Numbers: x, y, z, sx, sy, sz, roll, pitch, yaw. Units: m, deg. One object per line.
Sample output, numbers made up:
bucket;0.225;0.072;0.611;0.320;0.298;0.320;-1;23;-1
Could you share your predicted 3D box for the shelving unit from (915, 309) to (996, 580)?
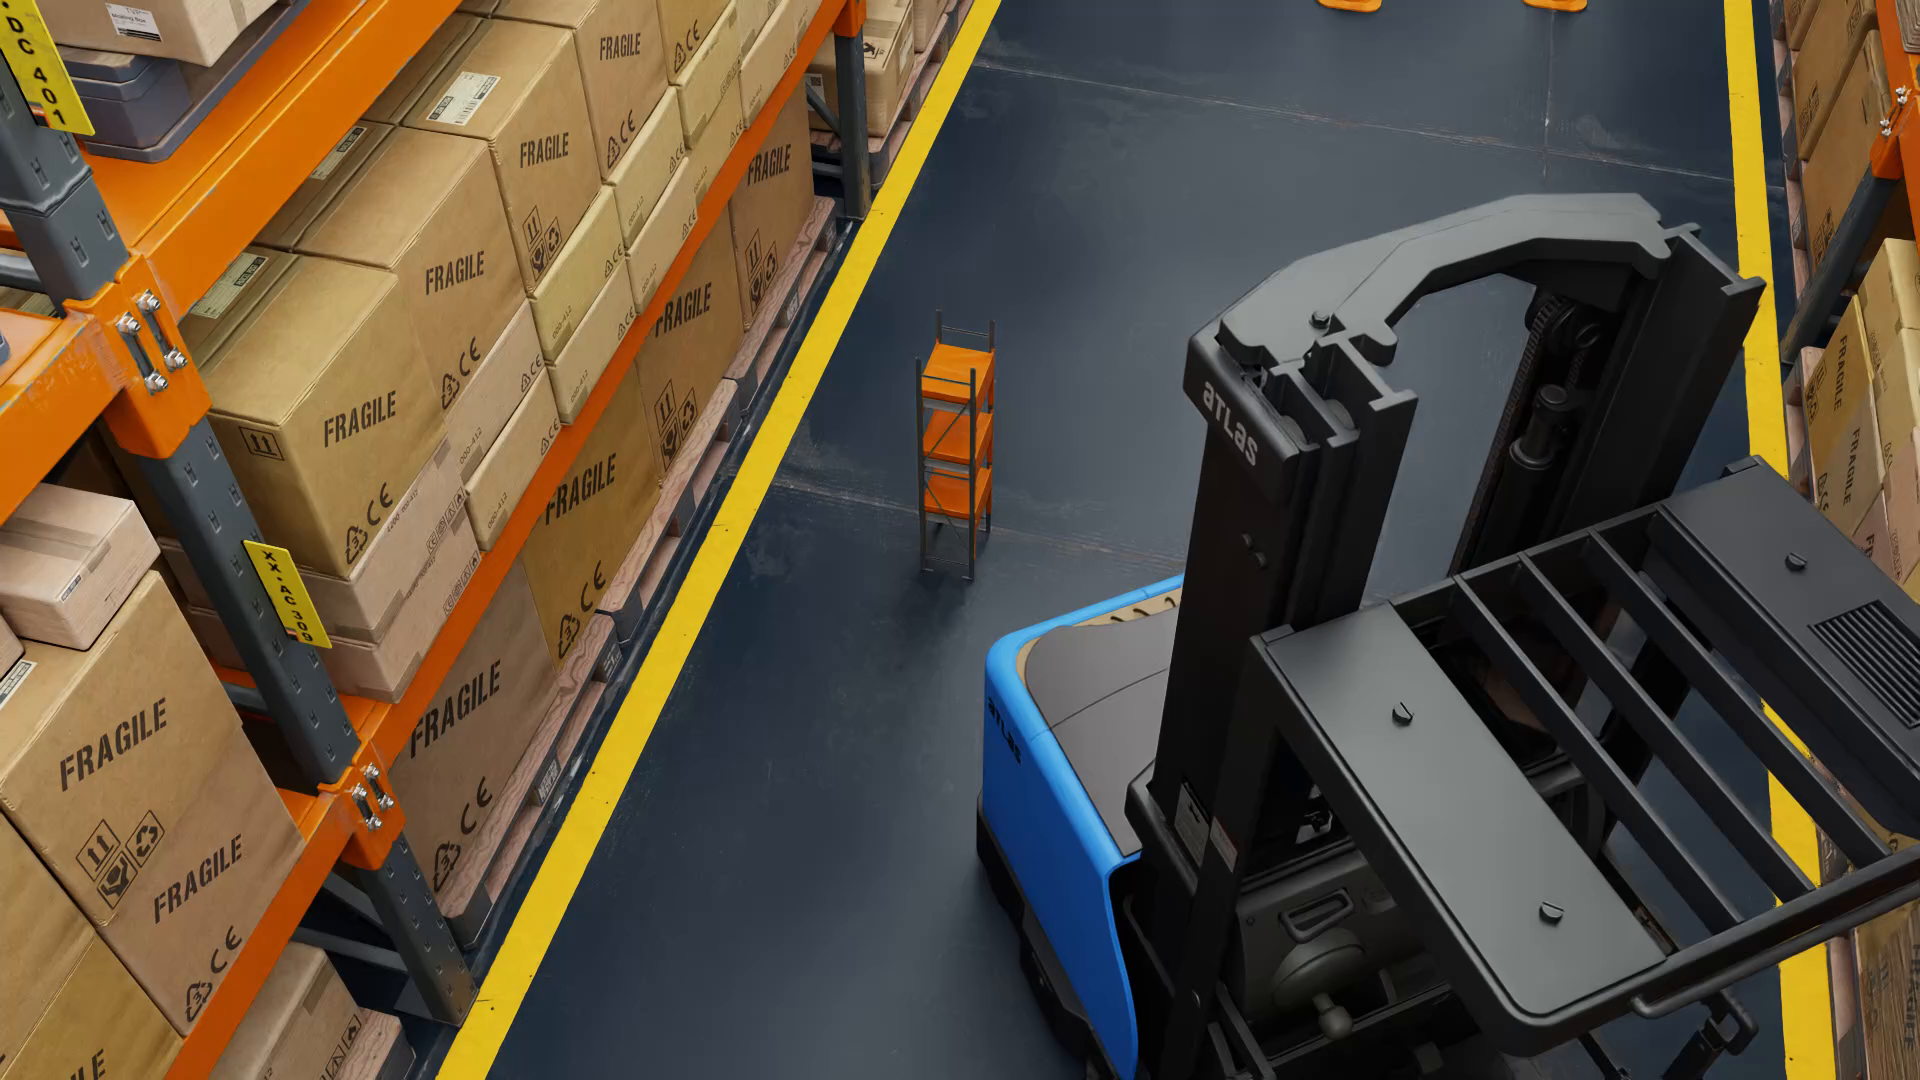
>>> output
shelving unit;-0.014;-0.309;5.822;0.215;1.050;0.252;12;50;10

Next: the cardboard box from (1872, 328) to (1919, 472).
cardboard box;3.353;-0.409;5.497;0.500;0.250;0.500;11;49;10

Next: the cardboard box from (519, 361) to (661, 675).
cardboard box;-1.638;-0.232;5.591;0.875;0.875;0.875;13;50;11

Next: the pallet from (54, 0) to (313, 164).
pallet;-1.760;-1.279;3.505;0.805;0.209;1.217;10;49;9

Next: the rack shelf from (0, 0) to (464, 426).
rack shelf;-1.428;-1.878;4.386;1.077;0.370;4.000;12;50;10

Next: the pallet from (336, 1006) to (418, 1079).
pallet;-2.230;1.780;4.538;1.003;0.211;1.213;12;50;10

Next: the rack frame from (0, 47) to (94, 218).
rack frame;-1.954;-1.662;1.715;1.000;3.000;0.127;12;50;10

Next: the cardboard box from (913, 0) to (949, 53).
cardboard box;-0.556;-2.782;8.177;0.950;0.372;0.625;11;49;9

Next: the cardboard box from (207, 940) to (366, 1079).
cardboard box;-2.223;1.465;4.385;0.875;0.438;0.875;11;49;9

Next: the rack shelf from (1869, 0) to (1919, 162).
rack shelf;4.427;-2.875;7.267;1.077;0.370;4.000;12;50;10

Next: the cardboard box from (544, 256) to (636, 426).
cardboard box;-1.298;-0.636;4.910;0.500;0.250;0.500;11;50;10

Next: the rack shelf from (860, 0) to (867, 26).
rack shelf;-0.375;-3.779;8.064;1.077;0.370;4.000;12;50;10

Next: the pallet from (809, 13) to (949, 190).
pallet;-0.694;-2.213;8.062;1.003;0.211;1.213;12;50;10

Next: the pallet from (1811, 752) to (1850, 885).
pallet;3.371;0.701;5.491;1.003;0.211;1.213;12;50;10

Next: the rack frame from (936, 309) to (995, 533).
rack frame;0.018;-0.397;5.900;0.200;1.050;0.008;12;50;10

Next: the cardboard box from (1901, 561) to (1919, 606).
cardboard box;3.074;0.324;4.851;0.500;0.250;0.500;10;49;8

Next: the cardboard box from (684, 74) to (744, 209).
cardboard box;-1.051;-1.370;5.559;0.500;0.250;0.500;11;50;10

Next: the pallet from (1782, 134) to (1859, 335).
pallet;4.181;-1.299;7.256;1.003;0.211;1.213;12;50;10

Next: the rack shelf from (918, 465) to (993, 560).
rack shelf;-0.014;-0.118;6.039;0.215;0.259;0.240;12;50;10

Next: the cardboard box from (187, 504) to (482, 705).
cardboard box;-1.583;0.106;4.255;0.500;0.250;0.500;11;49;9

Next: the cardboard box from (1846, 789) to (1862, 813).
cardboard box;3.075;0.589;5.117;0.500;0.500;0.500;11;49;9

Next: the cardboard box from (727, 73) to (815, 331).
cardboard box;-1.163;-1.523;6.731;0.875;0.875;0.875;11;50;10

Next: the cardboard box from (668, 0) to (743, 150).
cardboard box;-1.030;-1.540;5.375;0.500;0.250;0.500;10;49;9

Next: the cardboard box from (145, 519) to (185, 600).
cardboard box;-2.072;-0.160;4.157;0.500;0.250;0.500;12;50;10

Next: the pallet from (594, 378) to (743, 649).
pallet;-1.504;-0.213;6.297;1.003;0.211;1.213;12;50;10

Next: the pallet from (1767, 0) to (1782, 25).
pallet;4.823;-3.064;8.814;1.003;0.211;1.213;12;50;10

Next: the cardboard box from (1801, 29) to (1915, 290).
cardboard box;4.148;-1.484;6.779;1.050;0.750;0.750;11;49;10

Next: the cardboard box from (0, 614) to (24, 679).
cardboard box;-1.902;0.199;2.907;0.380;0.149;0.250;13;50;11

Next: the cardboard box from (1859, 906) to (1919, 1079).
cardboard box;2.800;1.330;4.463;0.500;0.500;0.500;11;49;9

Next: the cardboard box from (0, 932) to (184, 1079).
cardboard box;-1.959;1.049;3.257;0.500;0.500;0.500;10;49;9

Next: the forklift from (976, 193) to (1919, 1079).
forklift;1.103;0.891;3.508;1.130;2.935;3.031;-18;51;-15

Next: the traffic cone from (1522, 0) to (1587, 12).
traffic cone;3.144;-3.048;8.632;0.336;0.463;0.334;12;50;10

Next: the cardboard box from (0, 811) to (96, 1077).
cardboard box;-1.953;0.720;2.880;0.500;0.500;0.500;11;49;9

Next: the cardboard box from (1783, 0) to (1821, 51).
cardboard box;4.620;-2.791;7.933;1.050;0.750;0.750;12;50;10

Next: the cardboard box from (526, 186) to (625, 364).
cardboard box;-1.297;-0.798;4.720;0.500;0.250;0.500;12;50;11

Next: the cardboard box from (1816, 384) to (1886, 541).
cardboard box;3.340;-0.153;5.771;0.500;0.500;0.500;12;50;10

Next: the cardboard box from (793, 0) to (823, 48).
cardboard box;-0.784;-2.104;6.206;0.500;0.250;0.500;10;49;9

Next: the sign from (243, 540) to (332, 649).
sign;-1.418;0.119;3.514;0.100;0.325;0.005;12;50;10

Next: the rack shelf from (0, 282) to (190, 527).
rack shelf;-2.480;1.015;1.833;1.077;0.370;4.000;12;50;10

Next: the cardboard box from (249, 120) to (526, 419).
cardboard box;-1.454;-0.676;4.112;0.500;0.500;0.500;11;50;10

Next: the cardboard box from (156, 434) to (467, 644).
cardboard box;-1.566;-0.055;4.065;0.500;0.250;0.500;10;49;9

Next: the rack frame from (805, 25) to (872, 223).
rack frame;-0.901;-2.570;6.518;1.000;3.000;0.127;12;50;10

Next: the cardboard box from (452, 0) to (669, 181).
cardboard box;-1.189;-1.413;4.763;0.500;0.500;0.500;11;49;9
